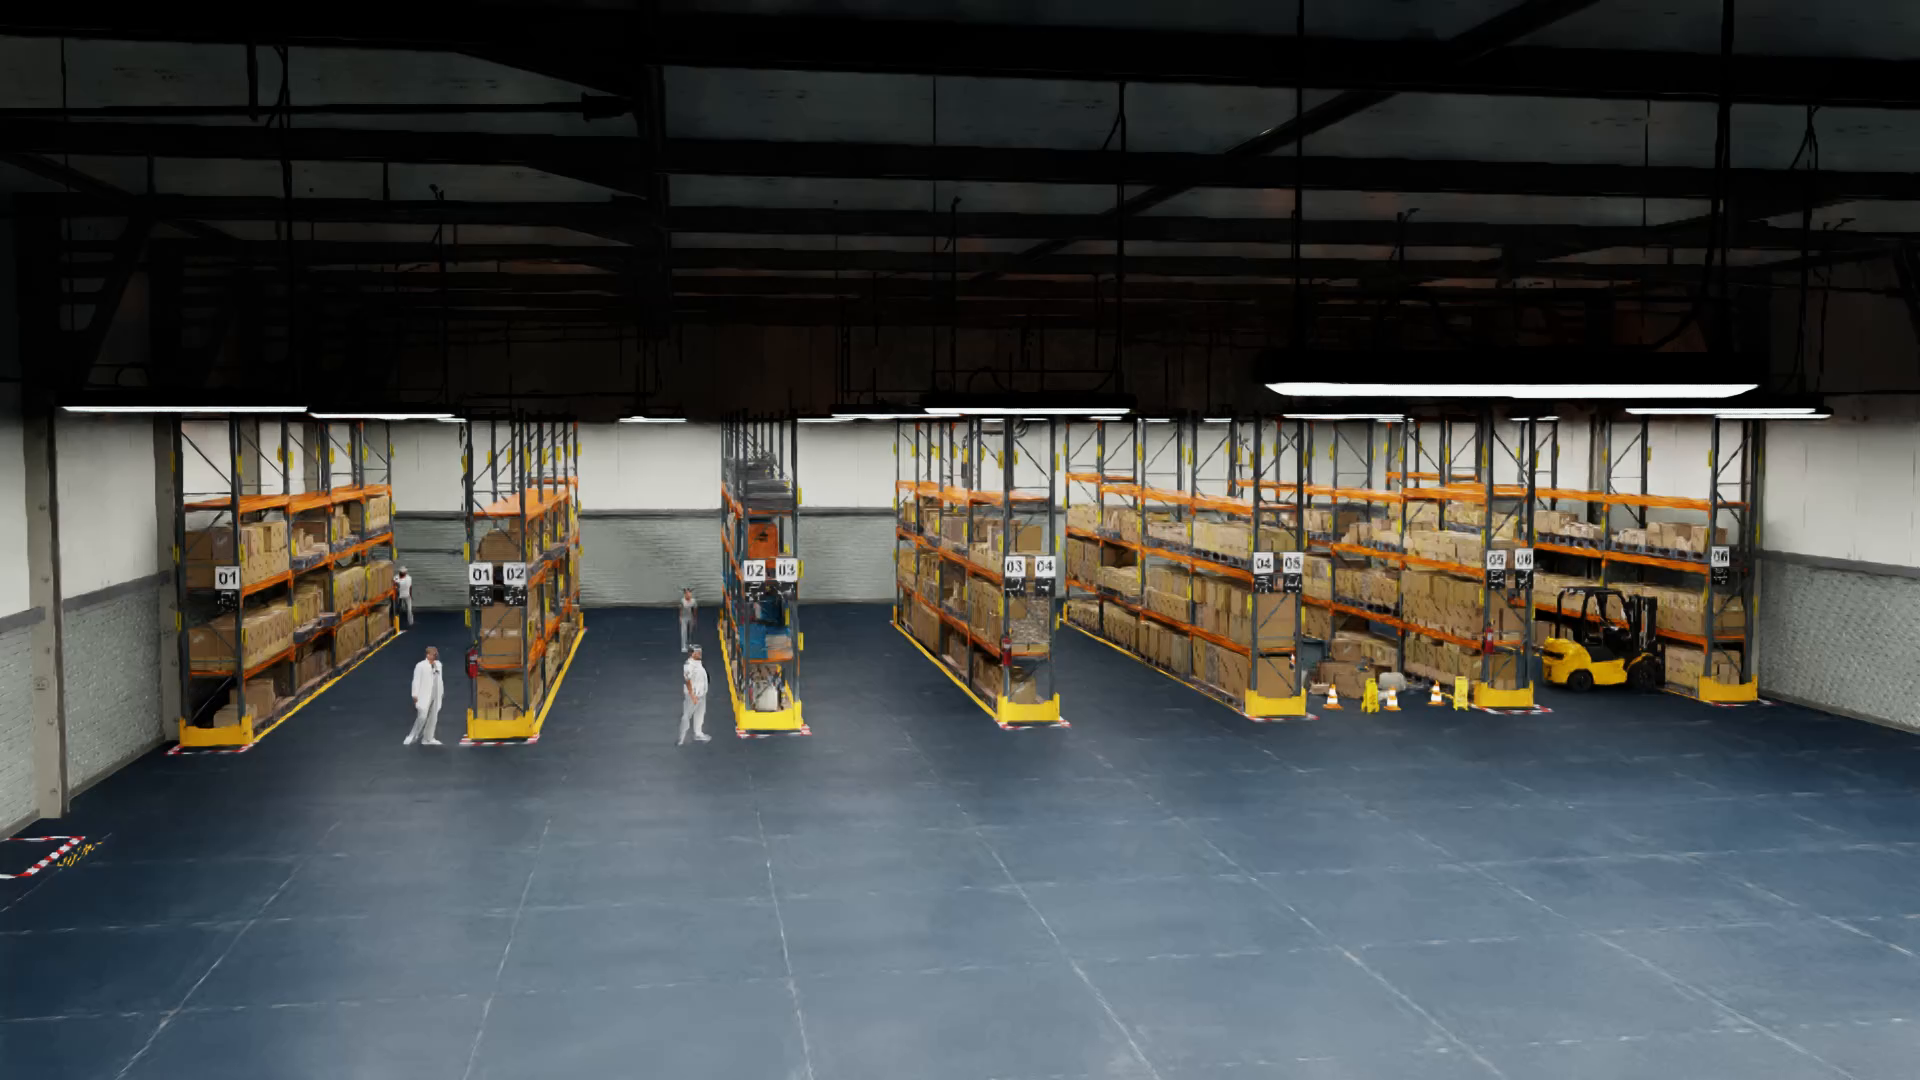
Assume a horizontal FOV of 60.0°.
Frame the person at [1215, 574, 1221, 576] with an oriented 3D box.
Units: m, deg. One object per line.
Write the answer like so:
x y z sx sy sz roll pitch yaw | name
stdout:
6.981 1.735 45.162 0.562 1.655 0.611 1 4 12 | person

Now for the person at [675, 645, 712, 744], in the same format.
-4.813 2.761 29.889 0.470 1.757 0.730 2 4 21 | person

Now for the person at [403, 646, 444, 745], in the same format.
-9.506 2.775 29.531 0.520 1.774 0.748 3 5 38 | person

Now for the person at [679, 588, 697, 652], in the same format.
-6.846 1.989 41.928 0.445 1.589 1.110 -1 4 -12 | person

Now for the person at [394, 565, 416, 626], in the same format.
-15.838 1.579 47.262 0.620 1.725 0.960 -3 5 -32 | person
